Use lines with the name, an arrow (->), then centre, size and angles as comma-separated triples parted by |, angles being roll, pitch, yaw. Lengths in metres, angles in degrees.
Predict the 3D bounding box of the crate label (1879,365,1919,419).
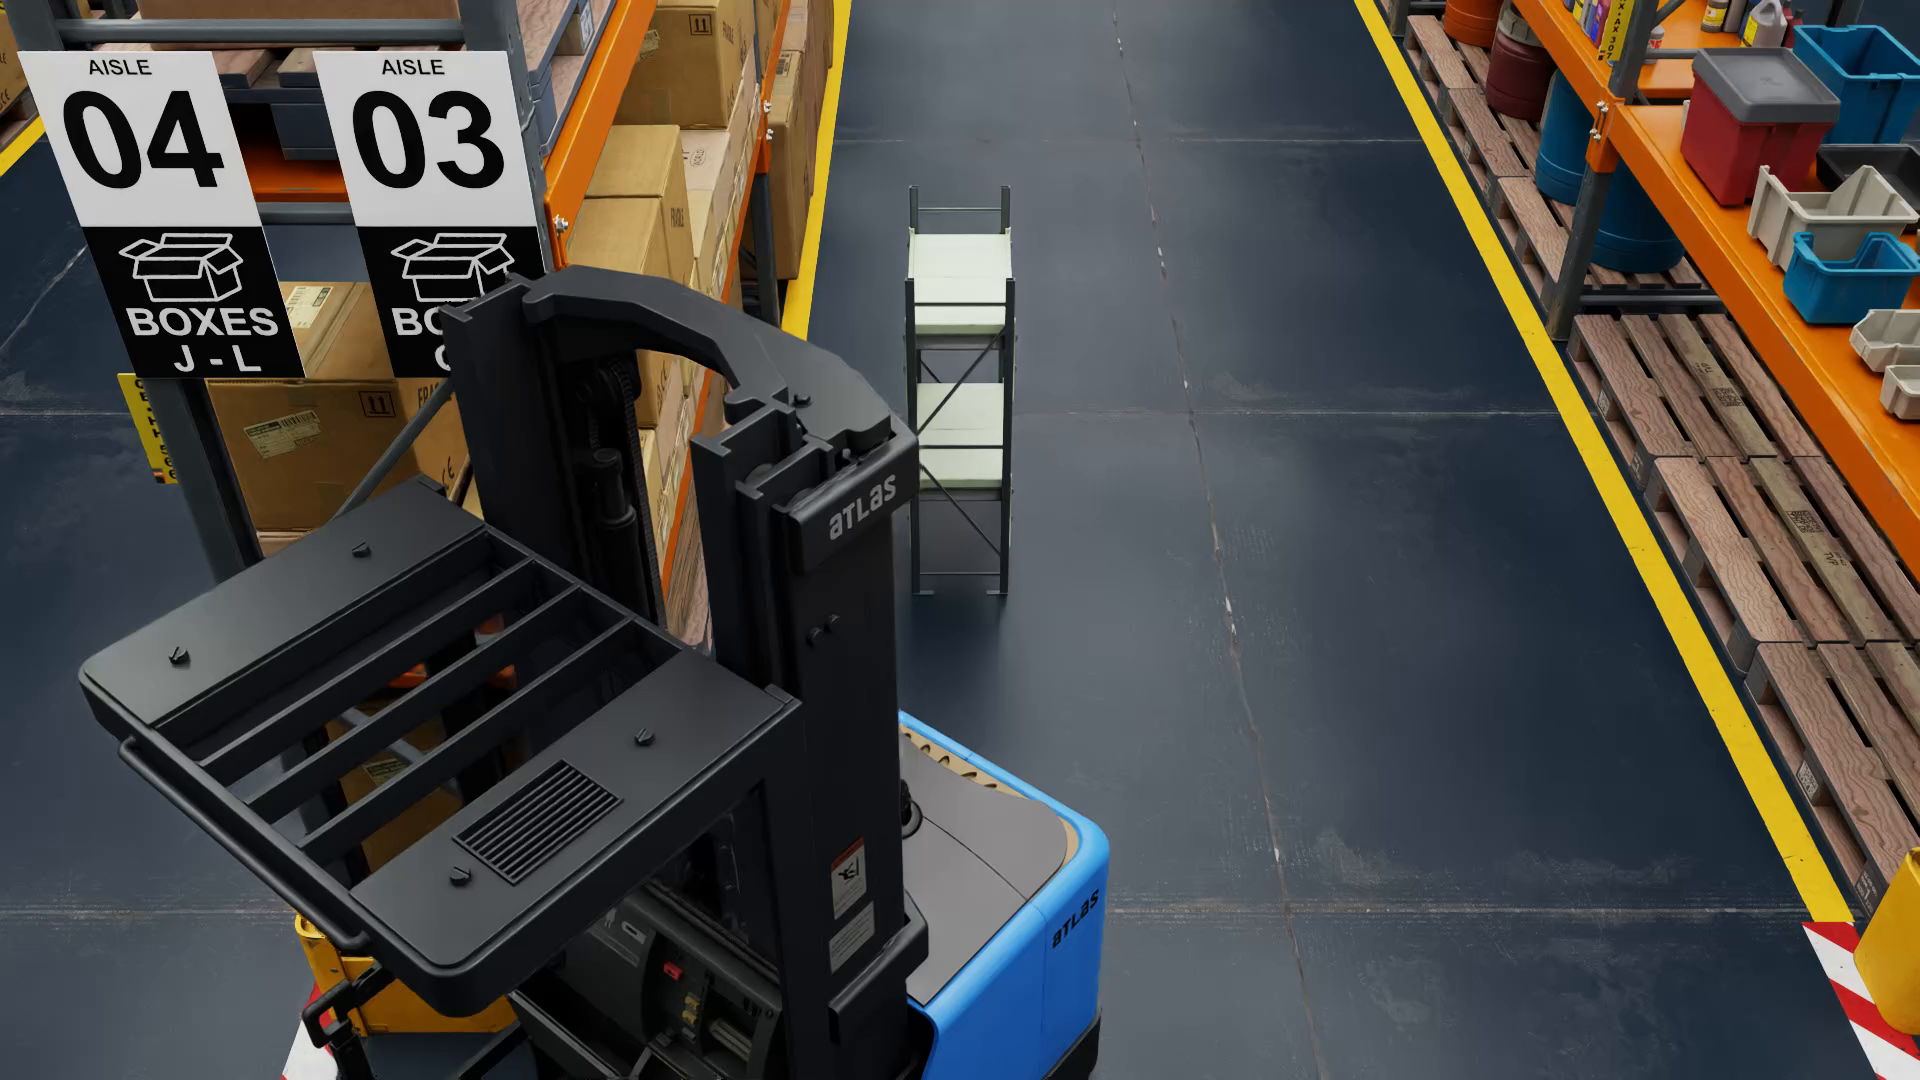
crate label -> 3.340, -0.506, 5.645 | 0.396, 0.136, 0.243 | 0, 39, 0

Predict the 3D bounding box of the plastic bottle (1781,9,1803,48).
plastic bottle -> 3.954, -2.405, 7.946 | 0.061, 0.283, 0.133 | 0, 39, 0

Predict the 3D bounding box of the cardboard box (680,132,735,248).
cardboard box -> -1.158, -1.357, 6.426 | 0.500, 0.250, 0.500 | 1, 39, 1

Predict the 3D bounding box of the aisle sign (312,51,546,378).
aisle sign -> -1.120, -0.686, 3.629 | 0.394, 0.787, 0.004 | 0, 39, 0

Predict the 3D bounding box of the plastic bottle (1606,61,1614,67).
plastic bottle -> 3.204, -2.419, 7.969 | 0.152, 0.276, 0.135 | 0, 39, 0

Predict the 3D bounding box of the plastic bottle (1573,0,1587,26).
plastic bottle -> 3.200, -2.777, 8.356 | 0.144, 0.351, 0.185 | 0, 39, 0

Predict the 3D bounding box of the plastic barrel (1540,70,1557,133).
plastic barrel -> 3.632, -2.551, 9.688 | 0.421, 0.512, 0.421 | 0, 39, 0

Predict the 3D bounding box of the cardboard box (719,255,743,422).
cardboard box -> -1.504, -1.140, 7.637 | 0.875, 0.875, 0.875 | 0, 39, 0

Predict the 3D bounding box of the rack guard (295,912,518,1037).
rack guard -> -1.420, 1.274, 5.260 | 1.175, 0.500, 0.348 | 0, 39, 0

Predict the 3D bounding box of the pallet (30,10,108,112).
pallet -> -6.390, -3.202, 11.077 | 1.003, 0.211, 1.213 | 0, 39, 0

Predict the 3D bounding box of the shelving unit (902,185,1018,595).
shelving unit -> 0.000, -0.589, 6.786 | 0.431, 1.500, 0.755 | 0, 39, 0

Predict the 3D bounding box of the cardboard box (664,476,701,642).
cardboard box -> -1.502, -0.020, 6.240 | 0.875, 0.875, 0.875 | 0, 39, 0

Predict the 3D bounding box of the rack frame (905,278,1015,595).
rack frame -> 0.000, -0.361, 6.501 | 0.400, 1.500, 0.023 | 0, 39, 0

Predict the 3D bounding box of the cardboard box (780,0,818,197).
cardboard box -> -1.448, -2.512, 9.349 | 1.225, 0.875, 0.875 | -1, 39, -2

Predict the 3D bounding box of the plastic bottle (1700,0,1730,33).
plastic bottle -> 3.783, -2.651, 8.318 | 0.097, 0.201, 0.097 | 0, 39, 0

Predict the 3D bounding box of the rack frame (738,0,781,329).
rack frame -> -1.425, -2.218, 7.619 | 1.000, 3.000, 0.127 | 0, 39, 0

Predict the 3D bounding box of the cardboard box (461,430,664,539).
cardboard box -> -1.151, -0.074, 4.826 | 0.500, 0.250, 0.500 | -1, 39, -1

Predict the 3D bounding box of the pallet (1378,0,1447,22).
pallet -> 3.561, -4.119, 12.221 | 1.003, 0.211, 1.213 | 0, 39, 0

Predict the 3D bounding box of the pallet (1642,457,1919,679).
pallet -> 3.572, 0.091, 6.967 | 1.003, 0.211, 1.213 | 0, 39, 0

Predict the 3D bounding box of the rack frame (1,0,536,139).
rack frame -> -1.421, -2.057, 2.621 | 1.000, 3.000, 0.127 | 0, 39, 0

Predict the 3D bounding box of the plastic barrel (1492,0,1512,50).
plastic barrel -> 3.631, -3.257, 10.569 | 0.421, 0.512, 0.421 | 0, 39, 0

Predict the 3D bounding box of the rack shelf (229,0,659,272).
rack shelf -> -1.423, -1.857, 5.345 | 1.077, 0.370, 4.000 | 0, 39, 0

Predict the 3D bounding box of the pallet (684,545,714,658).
pallet -> -1.498, 0.111, 6.943 | 1.003, 0.211, 1.213 | 0, 39, 0

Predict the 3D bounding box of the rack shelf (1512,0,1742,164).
rack shelf -> 3.526, -3.191, 9.409 | 1.077, 0.370, 4.000 | 0, 39, 0

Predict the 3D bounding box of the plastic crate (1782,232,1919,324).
plastic crate -> 3.274, -0.962, 6.138 | 0.416, 0.233, 0.300 | 0, 39, 0

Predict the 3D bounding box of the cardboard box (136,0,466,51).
cardboard box -> -1.475, -1.454, 3.771 | 0.700, 0.500, 0.500 | -2, 39, -3

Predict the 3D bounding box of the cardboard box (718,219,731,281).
cardboard box -> -1.095, -1.126, 6.457 | 0.380, 0.149, 0.250 | -1, 39, -1

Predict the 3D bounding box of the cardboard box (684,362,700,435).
cardboard box -> -1.094, -0.483, 5.655 | 0.380, 0.149, 0.250 | -1, 39, -1

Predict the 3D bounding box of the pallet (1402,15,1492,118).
pallet -> 3.566, -3.142, 11.002 | 1.003, 0.211, 1.213 | 0, 39, 0

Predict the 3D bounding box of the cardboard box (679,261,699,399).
cardboard box -> -1.155, -0.714, 5.624 | 0.500, 0.250, 0.500 | -1, 39, -2

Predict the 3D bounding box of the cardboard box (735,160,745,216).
cardboard box -> -1.096, -1.447, 6.858 | 0.380, 0.149, 0.250 | 1, 39, 1

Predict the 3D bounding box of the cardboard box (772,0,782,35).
cardboard box -> -1.177, -2.859, 8.339 | 0.500, 0.500, 0.500 | 0, 39, 0

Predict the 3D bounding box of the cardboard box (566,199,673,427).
cardboard box -> -1.152, -0.680, 4.982 | 0.500, 0.500, 0.500 | -1, 39, -1

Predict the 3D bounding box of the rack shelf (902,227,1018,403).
rack shelf -> 0.000, -0.894, 6.542 | 0.431, 0.370, 0.720 | 0, 39, 0

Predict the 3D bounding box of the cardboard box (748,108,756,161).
cardboard box -> -1.097, -1.768, 7.258 | 0.380, 0.149, 0.250 | 1, 39, 1

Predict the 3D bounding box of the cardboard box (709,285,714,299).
cardboard box -> -1.094, -0.803, 6.054 | 0.380, 0.149, 0.250 | -1, 39, -1

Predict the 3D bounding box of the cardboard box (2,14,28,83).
cardboard box -> -6.131, -3.231, 10.547 | 0.500, 0.500, 0.500 | 1, 39, 2

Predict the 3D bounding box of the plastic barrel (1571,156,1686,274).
plastic barrel -> 3.544, -1.907, 8.573 | 0.600, 0.901, 0.708 | 0, 39, 0

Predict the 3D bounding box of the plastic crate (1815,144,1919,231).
plastic crate -> 3.798, -1.438, 6.817 | 0.437, 0.125, 0.590 | 0, 39, 0

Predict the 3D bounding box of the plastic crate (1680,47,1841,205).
plastic crate -> 3.278, -1.711, 6.888 | 0.402, 0.464, 0.583 | 0, 39, 0

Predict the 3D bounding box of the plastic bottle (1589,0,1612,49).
plastic bottle -> 3.158, -2.567, 8.148 | 0.061, 0.283, 0.133 | 0, 39, 0

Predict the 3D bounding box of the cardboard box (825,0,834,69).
cardboard box -> -1.450, -3.622, 10.735 | 1.225, 0.875, 0.875 | -2, 39, -2

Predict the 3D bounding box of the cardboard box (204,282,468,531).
cardboard box -> -1.684, -0.371, 4.597 | 0.500, 0.500, 0.500 | 0, 39, 1

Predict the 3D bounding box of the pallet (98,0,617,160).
pallet -> -1.432, -1.316, 4.166 | 1.003, 0.211, 1.213 | 0, 39, 0

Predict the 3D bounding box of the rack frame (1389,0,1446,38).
rack frame -> 3.523, -4.723, 10.745 | 1.000, 3.000, 0.127 | 0, 39, 0

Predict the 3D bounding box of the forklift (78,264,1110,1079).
forklift -> -0.890, 1.021, 3.632 | 1.130, 2.935, 3.031 | 27, 46, 29

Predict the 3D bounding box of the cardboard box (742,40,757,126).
cardboard box -> -1.162, -1.999, 7.228 | 0.500, 0.250, 0.500 | -1, 39, -1

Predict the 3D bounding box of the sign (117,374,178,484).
sign -> -1.963, -0.269, 4.072 | 0.100, 0.325, 0.005 | 0, 39, 0

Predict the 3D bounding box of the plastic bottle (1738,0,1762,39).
plastic bottle -> 3.935, -2.617, 8.220 | 0.097, 0.271, 0.097 | 0, 39, 0

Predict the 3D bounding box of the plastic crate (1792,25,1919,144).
plastic crate -> 3.869, -1.947, 7.246 | 0.392, 0.384, 0.575 | 0, 39, 0

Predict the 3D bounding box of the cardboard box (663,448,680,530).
cardboard box -> -1.093, -0.161, 5.253 | 0.380, 0.149, 0.250 | -1, 39, -1

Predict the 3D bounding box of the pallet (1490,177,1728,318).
pallet -> 3.569, -1.616, 9.098 | 1.003, 0.211, 1.213 | 0, 39, 0

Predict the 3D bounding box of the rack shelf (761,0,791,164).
rack shelf -> -1.427, -3.188, 9.405 | 1.077, 0.370, 4.000 | 0, 39, 0

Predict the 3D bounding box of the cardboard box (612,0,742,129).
cardboard box -> -1.161, -1.967, 6.589 | 0.500, 0.500, 0.500 | 0, 39, 0
